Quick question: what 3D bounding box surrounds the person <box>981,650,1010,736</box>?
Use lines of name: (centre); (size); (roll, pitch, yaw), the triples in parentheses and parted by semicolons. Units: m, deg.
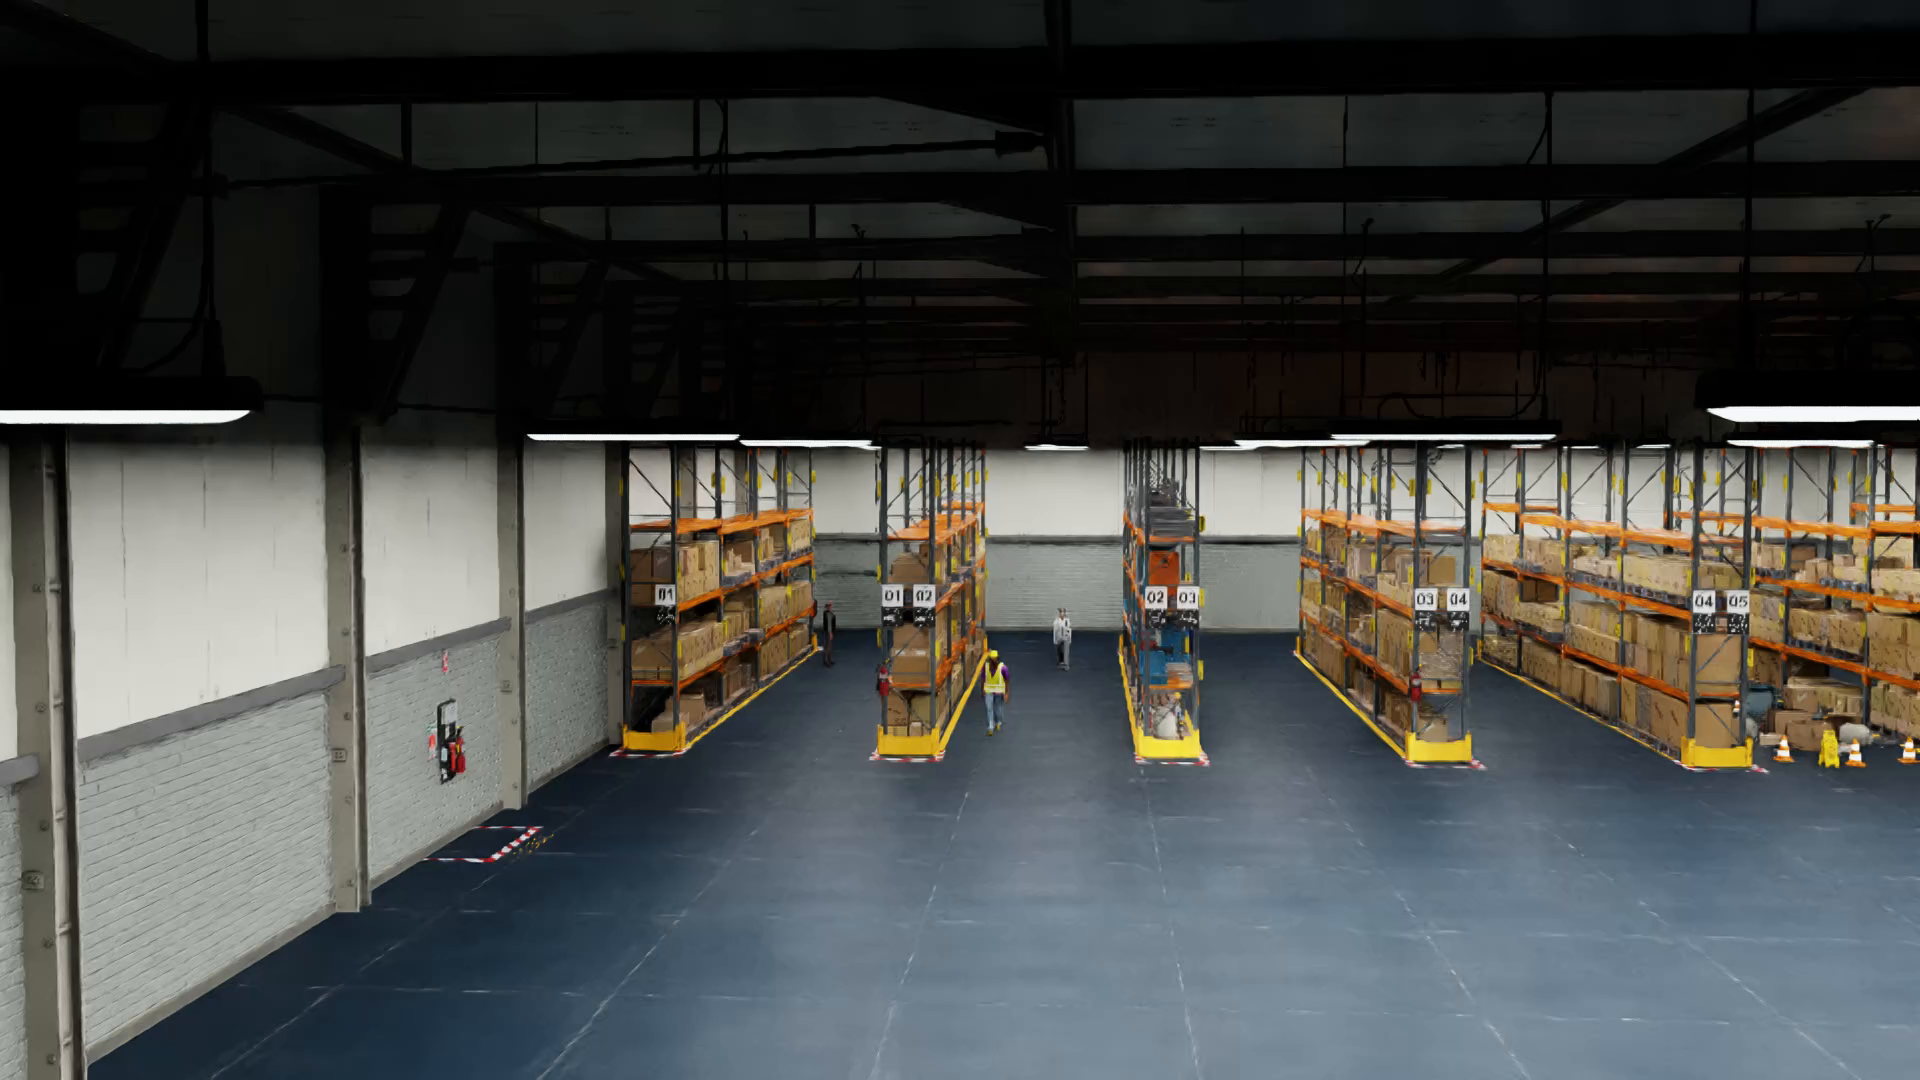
person: (0.712, 3.067, 33.624); (0.589, 1.716, 1.043); (0, 3, 3)

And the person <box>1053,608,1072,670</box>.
person: (2.677, 2.575, 43.649); (0.495, 1.589, 1.086); (0, 3, 6)

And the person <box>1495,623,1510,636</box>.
person: (15.526, 2.317, 47.373); (0.531, 1.766, 0.628); (-1, 3, -22)

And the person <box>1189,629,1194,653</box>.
person: (6.583, 2.365, 47.383); (0.551, 1.639, 0.650); (2, 3, 29)

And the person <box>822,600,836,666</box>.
person: (-3.484, 2.473, 44.391); (0.375, 1.732, 0.594); (0, 3, -8)
